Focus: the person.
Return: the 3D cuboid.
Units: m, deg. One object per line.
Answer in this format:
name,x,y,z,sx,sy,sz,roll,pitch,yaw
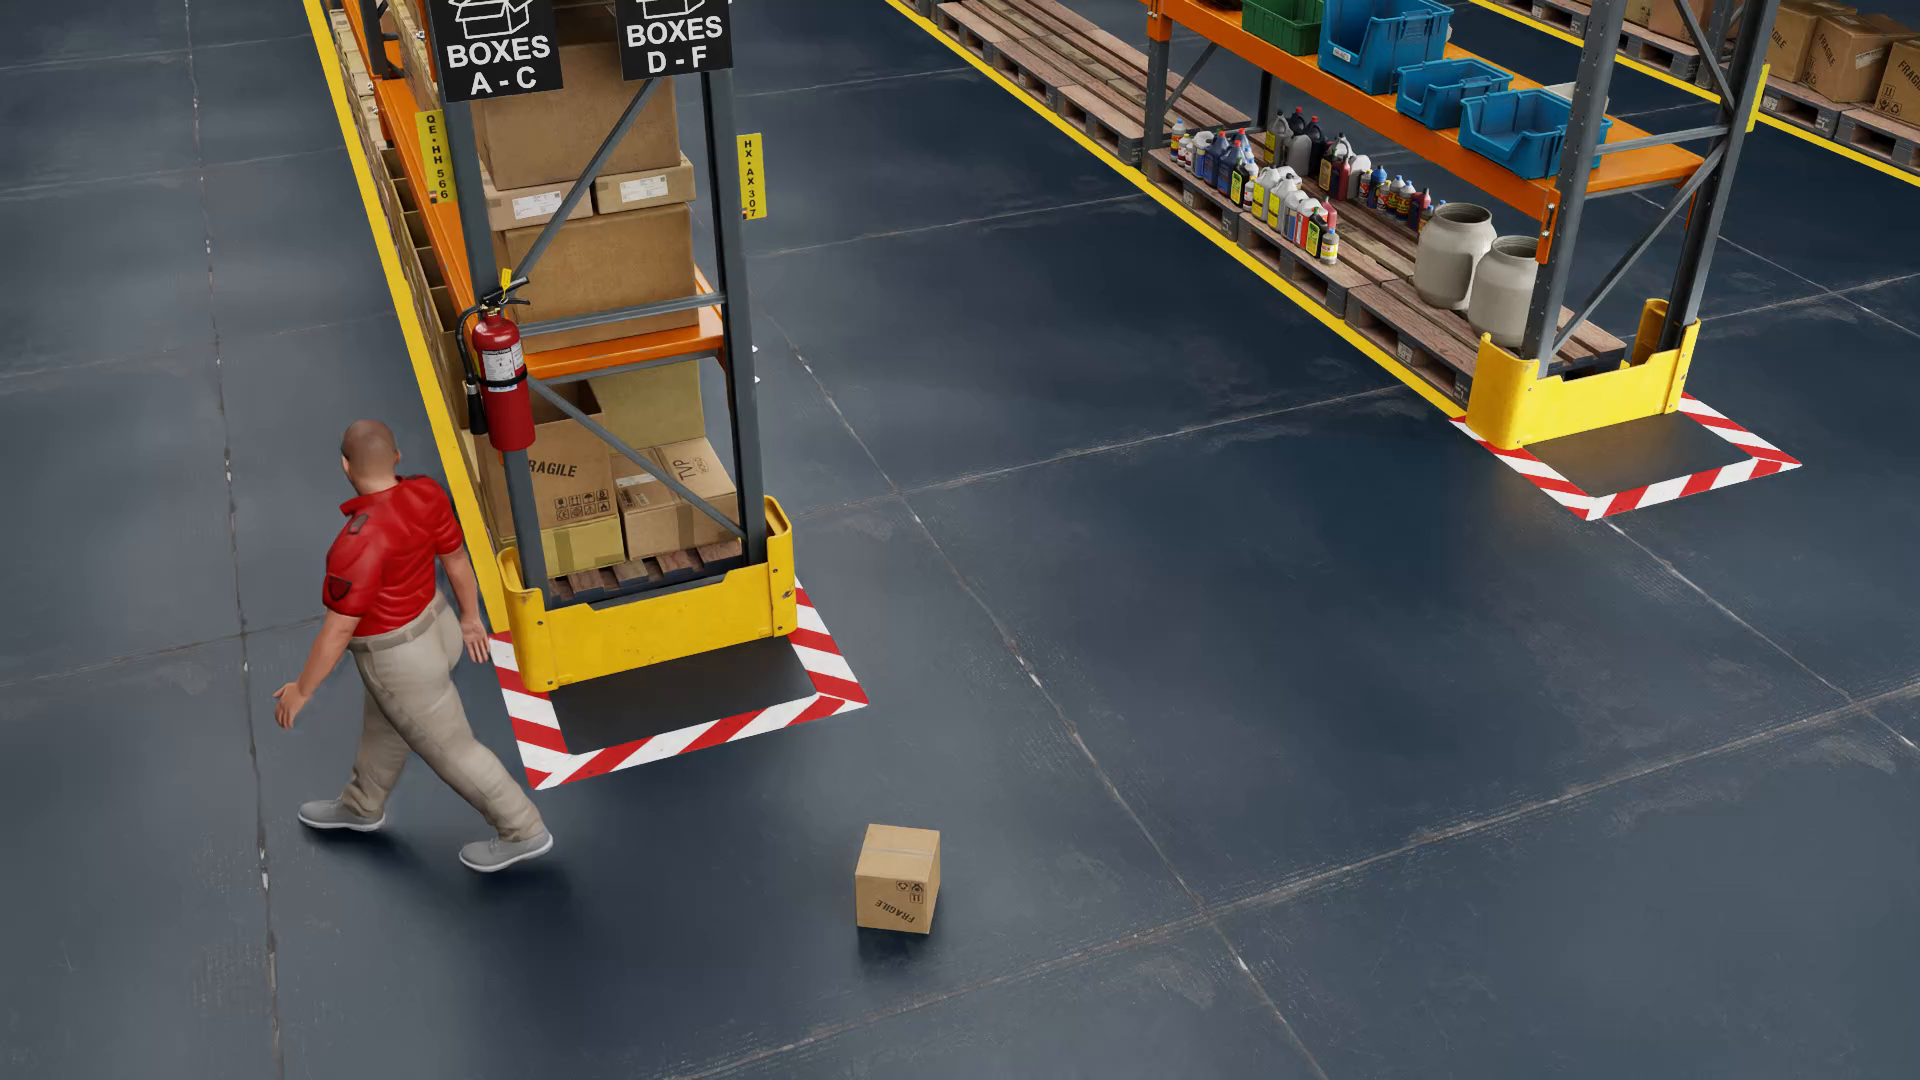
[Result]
person,-1.937,0.391,5.555,0.989,1.680,0.646,3,33,4
